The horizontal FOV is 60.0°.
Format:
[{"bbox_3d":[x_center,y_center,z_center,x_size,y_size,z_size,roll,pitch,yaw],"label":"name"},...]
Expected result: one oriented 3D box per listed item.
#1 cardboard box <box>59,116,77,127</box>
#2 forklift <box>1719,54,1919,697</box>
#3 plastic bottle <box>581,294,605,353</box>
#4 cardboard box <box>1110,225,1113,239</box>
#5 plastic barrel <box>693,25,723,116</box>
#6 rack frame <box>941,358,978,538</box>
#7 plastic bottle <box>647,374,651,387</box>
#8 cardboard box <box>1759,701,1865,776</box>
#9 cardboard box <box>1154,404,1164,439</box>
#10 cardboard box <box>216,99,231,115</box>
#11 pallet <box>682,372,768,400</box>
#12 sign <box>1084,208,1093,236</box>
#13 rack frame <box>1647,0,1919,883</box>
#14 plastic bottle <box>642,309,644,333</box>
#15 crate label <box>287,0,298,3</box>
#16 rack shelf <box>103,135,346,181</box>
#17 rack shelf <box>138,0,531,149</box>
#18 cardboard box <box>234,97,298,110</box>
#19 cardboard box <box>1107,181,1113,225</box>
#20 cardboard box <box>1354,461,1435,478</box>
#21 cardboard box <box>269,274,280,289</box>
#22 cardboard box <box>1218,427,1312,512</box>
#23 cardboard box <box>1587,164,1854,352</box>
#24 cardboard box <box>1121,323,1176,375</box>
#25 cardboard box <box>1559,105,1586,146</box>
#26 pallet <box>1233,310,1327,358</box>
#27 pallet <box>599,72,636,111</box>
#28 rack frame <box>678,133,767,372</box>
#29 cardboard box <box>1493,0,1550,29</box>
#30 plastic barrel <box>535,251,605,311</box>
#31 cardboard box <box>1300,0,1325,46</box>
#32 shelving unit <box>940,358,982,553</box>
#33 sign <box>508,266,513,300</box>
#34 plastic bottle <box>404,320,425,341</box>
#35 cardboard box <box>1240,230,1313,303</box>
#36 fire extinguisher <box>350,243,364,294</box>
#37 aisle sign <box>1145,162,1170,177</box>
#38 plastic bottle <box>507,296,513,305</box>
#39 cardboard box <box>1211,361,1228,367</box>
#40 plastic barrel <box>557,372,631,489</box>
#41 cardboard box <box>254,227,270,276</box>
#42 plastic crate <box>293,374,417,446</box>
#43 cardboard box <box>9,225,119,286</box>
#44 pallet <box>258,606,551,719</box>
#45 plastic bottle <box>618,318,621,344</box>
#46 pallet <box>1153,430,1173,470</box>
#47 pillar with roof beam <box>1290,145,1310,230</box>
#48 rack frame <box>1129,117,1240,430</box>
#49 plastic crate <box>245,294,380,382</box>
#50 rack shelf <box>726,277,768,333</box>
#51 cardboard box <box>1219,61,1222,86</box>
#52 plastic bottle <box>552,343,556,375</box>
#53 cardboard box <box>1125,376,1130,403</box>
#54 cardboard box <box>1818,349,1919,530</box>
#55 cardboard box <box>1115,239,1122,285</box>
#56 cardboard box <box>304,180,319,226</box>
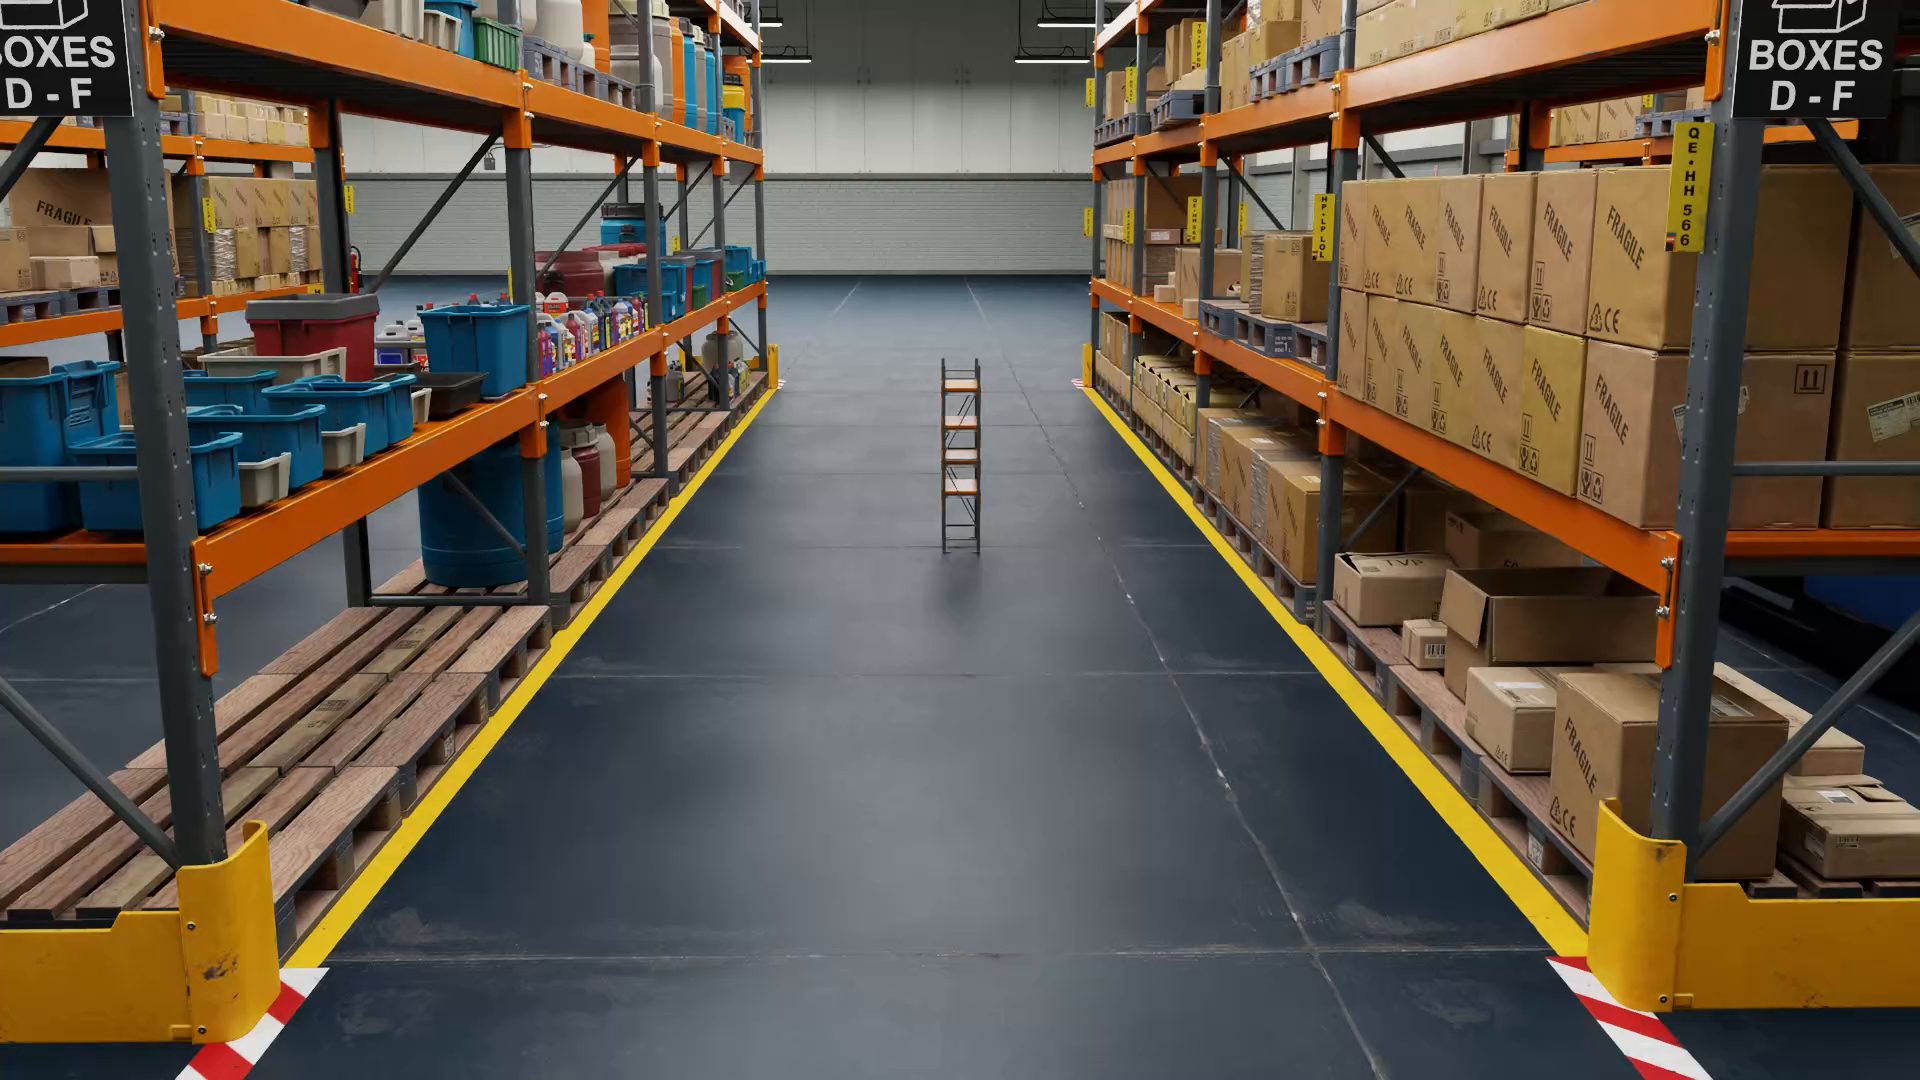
[{"bbox_3d":[-7.425,-3.428,13.244,0.500,0.250,0.500,0,11,0],"label":"cardboard box"},{"bbox_3d":[4.663,-0.969,8.464,1.130,2.935,3.031,0,11,-2],"label":"forklift"},{"bbox_3d":[-2.261,-1.328,10.184,0.144,0.351,0.185,0,11,-1],"label":"plastic bottle"},{"bbox_3d":[1.907,-3.499,18.877,0.380,0.149,0.250,0,11,-2],"label":"cardboard box"},{"bbox_3d":[-2.684,-4.668,16.662,0.600,0.901,0.708,0,11,-1],"label":"plastic barrel"},{"bbox_3d":[-0.002,-0.604,11.017,0.240,1.200,0.015,0,11,-1],"label":"rack frame"},{"bbox_3d":[-3.110,-1.527,16.766,0.061,0.283,0.133,0,11,2],"label":"plastic bottle"},{"bbox_3d":[2.692,0.741,5.672,0.500,0.250,0.500,0,11,-1],"label":"cardboard box"},{"bbox_3d":[1.975,-1.039,14.496,0.500,0.250,0.500,0,11,0],"label":"cardboard box"},{"bbox_3d":[-7.479,-4.292,16.503,0.380,0.149,0.250,0,11,-1],"label":"cardboard box"},{"bbox_3d":[-2.793,-1.800,19.402,1.003,0.211,1.213,0,11,-1],"label":"pallet"},{"bbox_3d":[1.545,-3.825,19.992,0.100,0.325,0.005,0,11,-1],"label":"sign"},{"bbox_3d":[2.430,-0.182,4.414,1.000,3.000,0.127,0,11,-1],"label":"rack frame"},{"bbox_3d":[-2.268,-1.554,11.674,0.097,0.201,0.097,0,11,0],"label":"plastic bottle"},{"bbox_3d":[-2.218,-1.745,4.944,0.408,0.251,0.502,0,11,-1],"label":"crate label"},{"bbox_3d":[-7.763,-4.043,17.708,1.077,0.370,4.000,0,11,-1],"label":"rack shelf"},{"bbox_3d":[-2.563,-1.678,6.050,1.077,0.370,4.000,0,11,-1],"label":"rack shelf"},{"bbox_3d":[-7.520,-4.926,17.993,0.500,0.500,0.500,0,11,-1],"label":"cardboard box"},{"bbox_3d":[2.098,-3.944,19.442,0.700,0.500,0.500,0,11,-1],"label":"cardboard box"},{"bbox_3d":[2.559,-0.171,9.539,0.500,0.500,0.500,0,11,0],"label":"cardboard box"},{"bbox_3d":[-7.470,-2.747,17.686,0.380,0.149,0.250,0,11,-1],"label":"cardboard box"},{"bbox_3d":[2.010,-0.468,11.001,0.500,0.500,0.500,0,11,-2],"label":"cardboard box"},{"bbox_3d":[2.146,-0.809,4.735,0.500,0.500,0.500,0,11,-2],"label":"cardboard box"},{"bbox_3d":[1.956,-1.984,17.269,0.500,0.500,0.500,0,11,-1],"label":"cardboard box"},{"bbox_3d":[6.832,-4.529,17.992,0.500,0.500,0.500,0,11,2],"label":"cardboard box"},{"bbox_3d":[2.310,-1.292,10.366,1.003,0.211,1.213,0,11,-1],"label":"pallet"},{"bbox_3d":[-2.769,-2.978,11.125,1.003,0.211,1.213,0,11,-1],"label":"pallet"},{"bbox_3d":[-2.853,-3.343,19.994,1.000,3.000,0.127,0,11,-1],"label":"rack frame"},{"bbox_3d":[2.133,-1.879,5.608,0.500,0.250,0.500,0,11,-1],"label":"cardboard box"},{"bbox_3d":[-3.000,-1.911,12.591,0.600,0.536,0.708,0,11,-1],"label":"plastic barrel"},{"bbox_3d":[2.381,-3.117,9.775,0.600,0.600,0.600,-1,11,-3],"label":"cardboard box"},{"bbox_3d":[0.003,-0.555,10.778,0.258,1.200,0.503,0,11,-1],"label":"shelving unit"},{"bbox_3d":[-3.237,-1.829,12.121,0.100,0.325,0.005,0,11,-1],"label":"sign"},{"bbox_3d":[-2.944,-1.047,8.986,0.152,0.276,0.135,0,11,-1],"label":"plastic bottle"},{"bbox_3d":[2.391,-1.903,11.586,0.700,0.500,0.500,-4,12,-20],"label":"cardboard box"},{"bbox_3d":[-7.346,-3.310,20.023,0.296,0.674,0.183,0,11,-1],"label":"fire extinguisher"},{"bbox_3d":[2.392,-4.651,19.903,0.394,0.787,0.004,0,11,-1],"label":"aisle sign"},{"bbox_3d":[-3.035,-1.490,11.151,0.061,0.283,0.133,0,11,-1],"label":"plastic bottle"},{"bbox_3d":[2.494,-1.518,15.447,0.500,0.311,0.500,0,11,0],"label":"cardboard box"},{"bbox_3d":[-2.660,-0.798,11.851,0.600,0.830,0.708,0,11,-1],"label":"plastic barrel"},{"bbox_3d":[-7.756,-3.011,17.356,0.875,0.500,0.500,0,11,-1],"label":"cardboard box"},{"bbox_3d":[-2.231,-0.482,6.160,0.416,0.233,0.300,0,11,-1],"label":"plastic crate"},{"bbox_3d":[-7.594,-2.440,14.226,0.797,0.503,0.637,1,12,5],"label":"cardboard box"},{"bbox_3d":[-2.551,0.555,7.794,1.003,0.211,1.213,0,11,-1],"label":"pallet"},{"bbox_3d":[-2.250,-1.373,10.780,0.097,0.201,0.097,0,11,0],"label":"plastic bottle"},{"bbox_3d":[2.265,-0.812,14.529,1.003,0.211,1.213,0,11,-1],"label":"pallet"},{"bbox_3d":[3.255,-9.749,36.480,9.100,9.000,0.548,0,11,-1],"label":"pillar with roof beam"},{"bbox_3d":[2.182,-2.568,16.172,1.000,3.000,0.127,0,11,-1],"label":"rack frame"},{"bbox_3d":[-2.837,-0.840,7.344,0.402,0.464,0.583,0,11,-1],"label":"plastic crate"},{"bbox_3d":[-2.811,-2.593,18.106,1.077,0.370,4.000,0,11,-1],"label":"rack shelf"},{"bbox_3d":[2.199,-3.465,12.371,0.500,0.250,0.500,-1,12,-5],"label":"cardboard box"},{"bbox_3d":[-2.209,-0.985,8.867,0.097,0.201,0.097,0,11,0],"label":"plastic bottle"},{"bbox_3d":[1.954,-1.517,16.853,0.500,0.250,0.500,0,11,-1],"label":"cardboard box"},{"bbox_3d":[2.685,-0.321,4.844,0.500,0.500,0.500,0,11,0],"label":"cardboard box"},{"bbox_3d":[2.117,-3.116,18.622,0.700,0.500,0.500,0,11,-1],"label":"cardboard box"},{"bbox_3d":[-7.530,-3.800,18.731,0.500,0.500,0.500,0,11,-1],"label":"cardboard box"}]
